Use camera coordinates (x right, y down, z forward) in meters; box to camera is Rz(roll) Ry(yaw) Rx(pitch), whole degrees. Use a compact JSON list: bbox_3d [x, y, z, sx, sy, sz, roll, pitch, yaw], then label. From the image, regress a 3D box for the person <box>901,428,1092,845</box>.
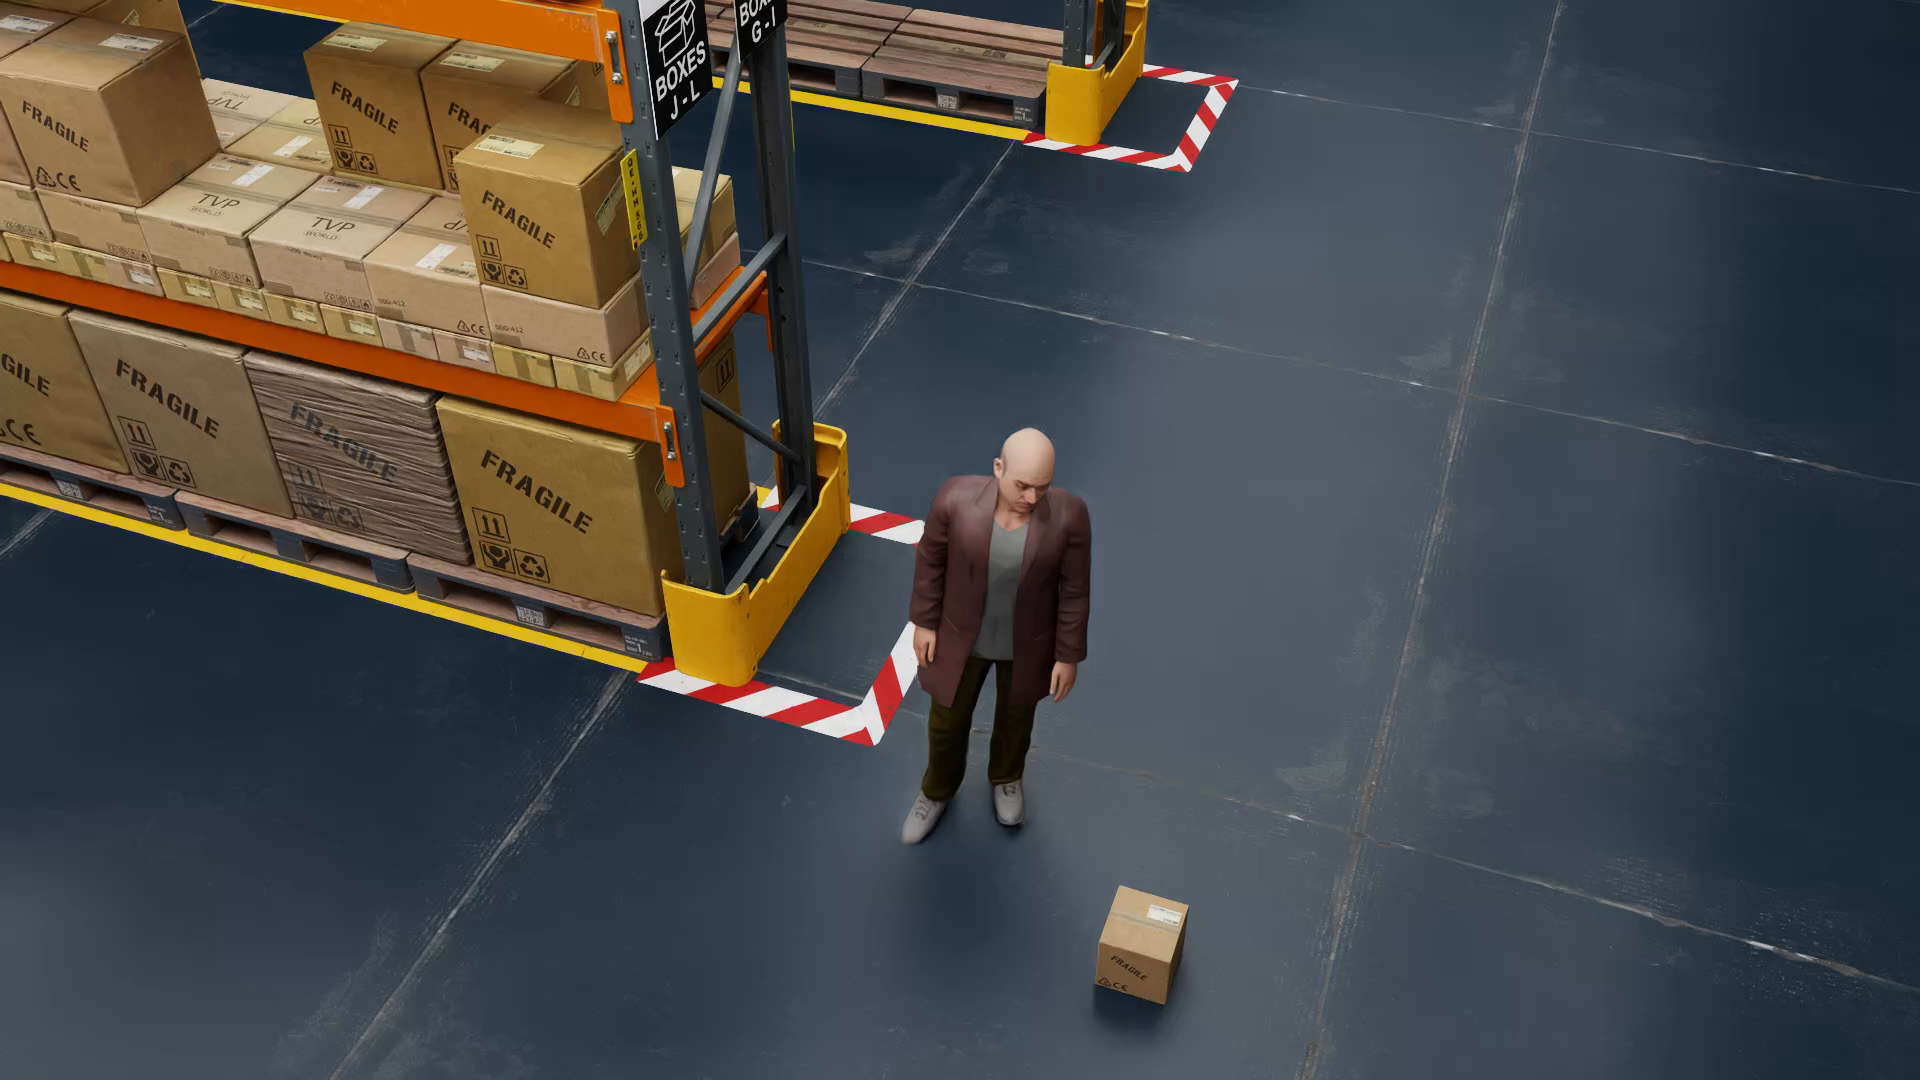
[{"bbox_3d":[0.119,0.344,5.777,0.652,1.818,0.456,4,41,5],"label":"person"}]
